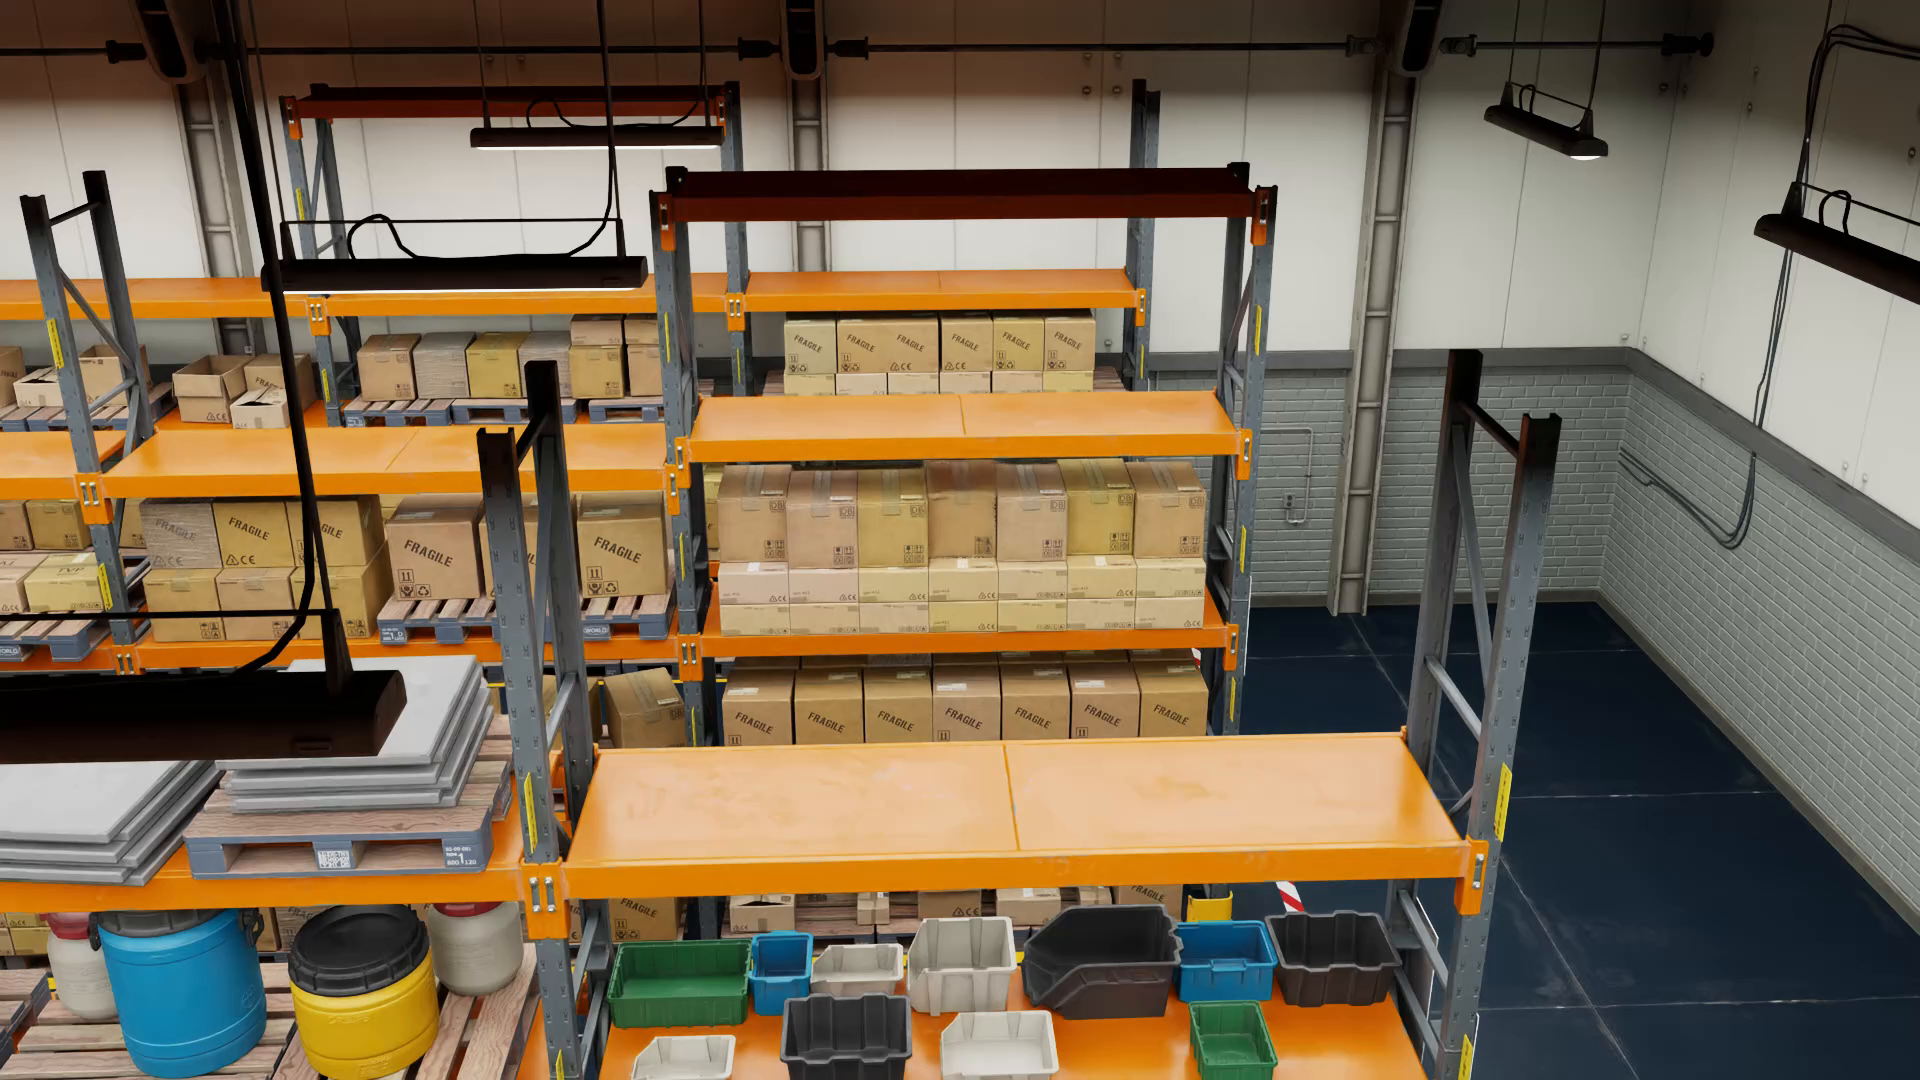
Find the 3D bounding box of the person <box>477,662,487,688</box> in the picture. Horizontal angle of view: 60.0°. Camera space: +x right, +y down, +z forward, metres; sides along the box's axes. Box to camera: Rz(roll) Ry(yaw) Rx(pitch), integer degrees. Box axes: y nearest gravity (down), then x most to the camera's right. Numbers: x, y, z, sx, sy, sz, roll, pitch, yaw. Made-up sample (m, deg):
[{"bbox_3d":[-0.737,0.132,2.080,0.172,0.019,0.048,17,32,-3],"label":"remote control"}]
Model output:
[{"bbox_3d":[-4.636,1.424,15.415,0.945,1.633,0.481,-5,23,-12],"label":"person"}]
